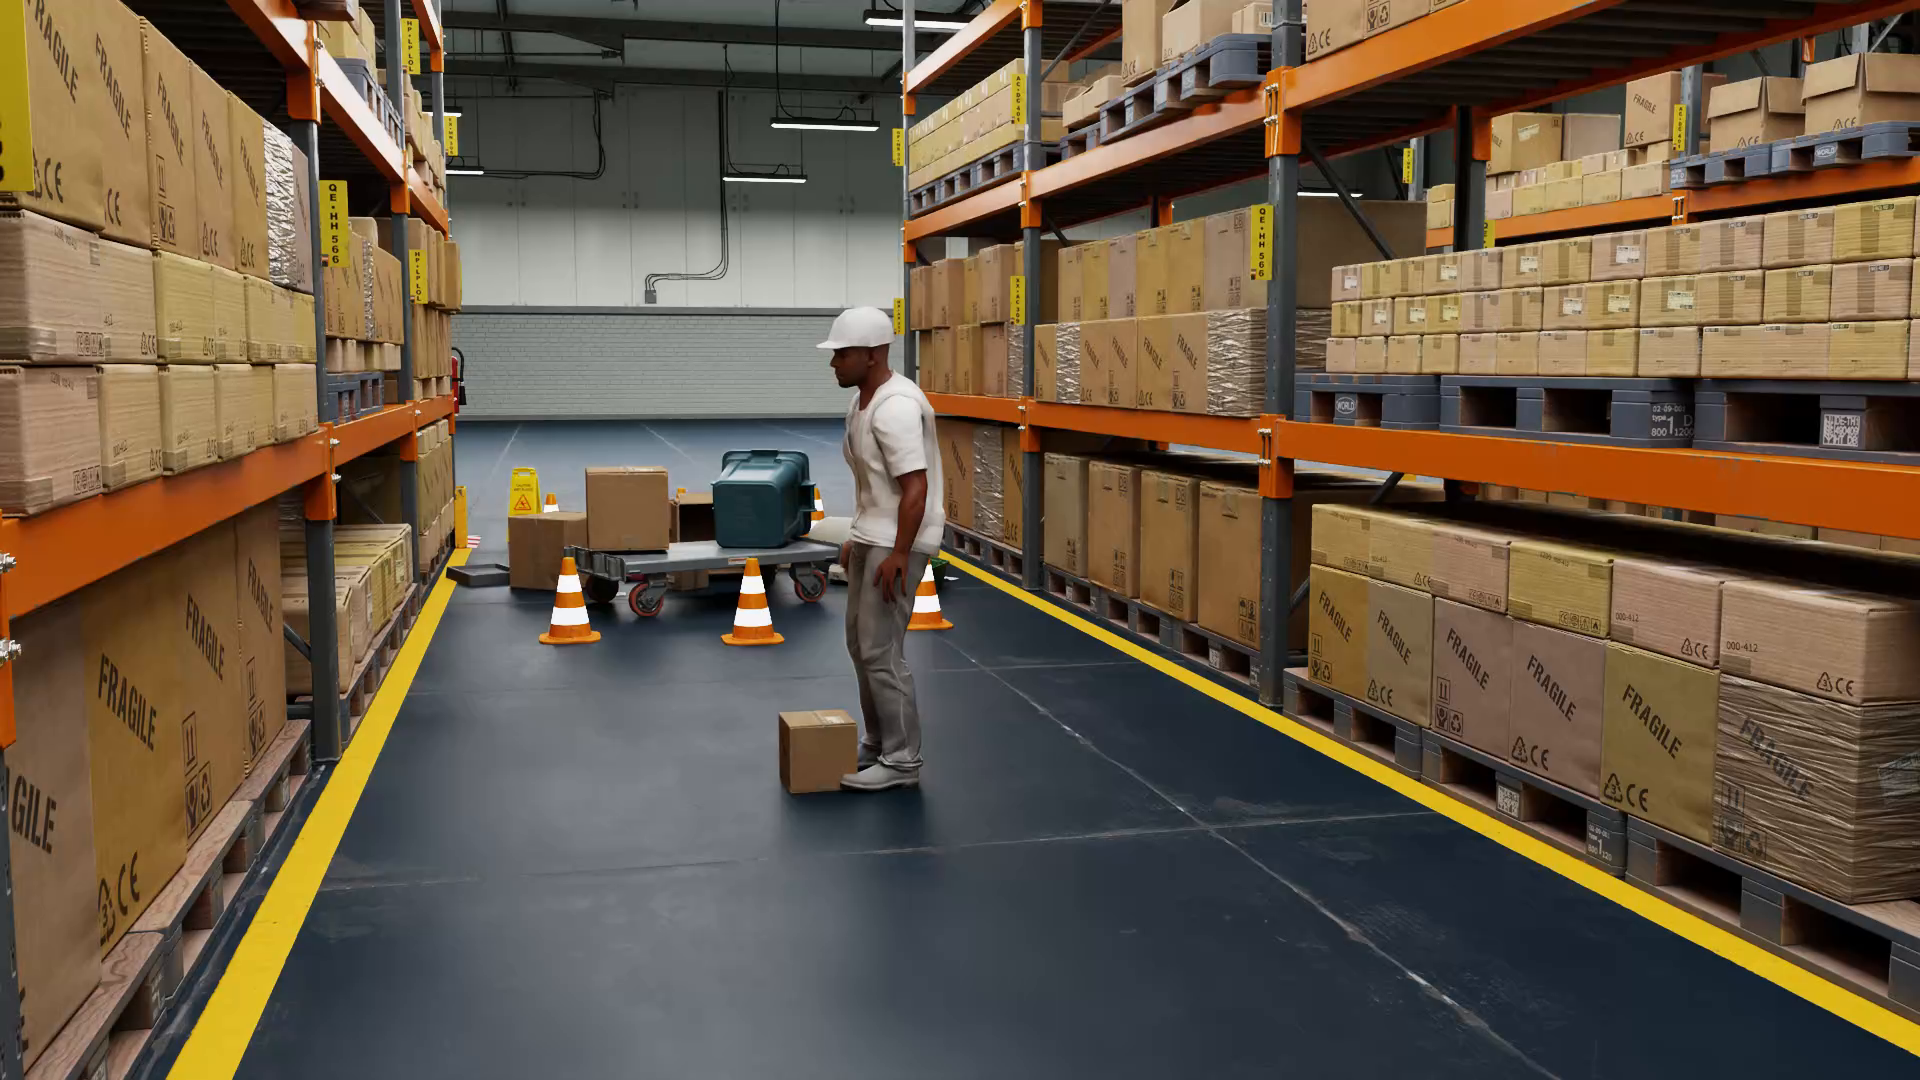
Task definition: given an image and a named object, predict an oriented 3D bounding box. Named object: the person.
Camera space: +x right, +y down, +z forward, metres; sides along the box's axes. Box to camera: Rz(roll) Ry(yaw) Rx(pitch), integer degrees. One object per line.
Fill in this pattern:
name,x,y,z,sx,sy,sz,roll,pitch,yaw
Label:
person,-0.302,0.026,6.136,0.461,1.759,0.631,-2,6,-17
